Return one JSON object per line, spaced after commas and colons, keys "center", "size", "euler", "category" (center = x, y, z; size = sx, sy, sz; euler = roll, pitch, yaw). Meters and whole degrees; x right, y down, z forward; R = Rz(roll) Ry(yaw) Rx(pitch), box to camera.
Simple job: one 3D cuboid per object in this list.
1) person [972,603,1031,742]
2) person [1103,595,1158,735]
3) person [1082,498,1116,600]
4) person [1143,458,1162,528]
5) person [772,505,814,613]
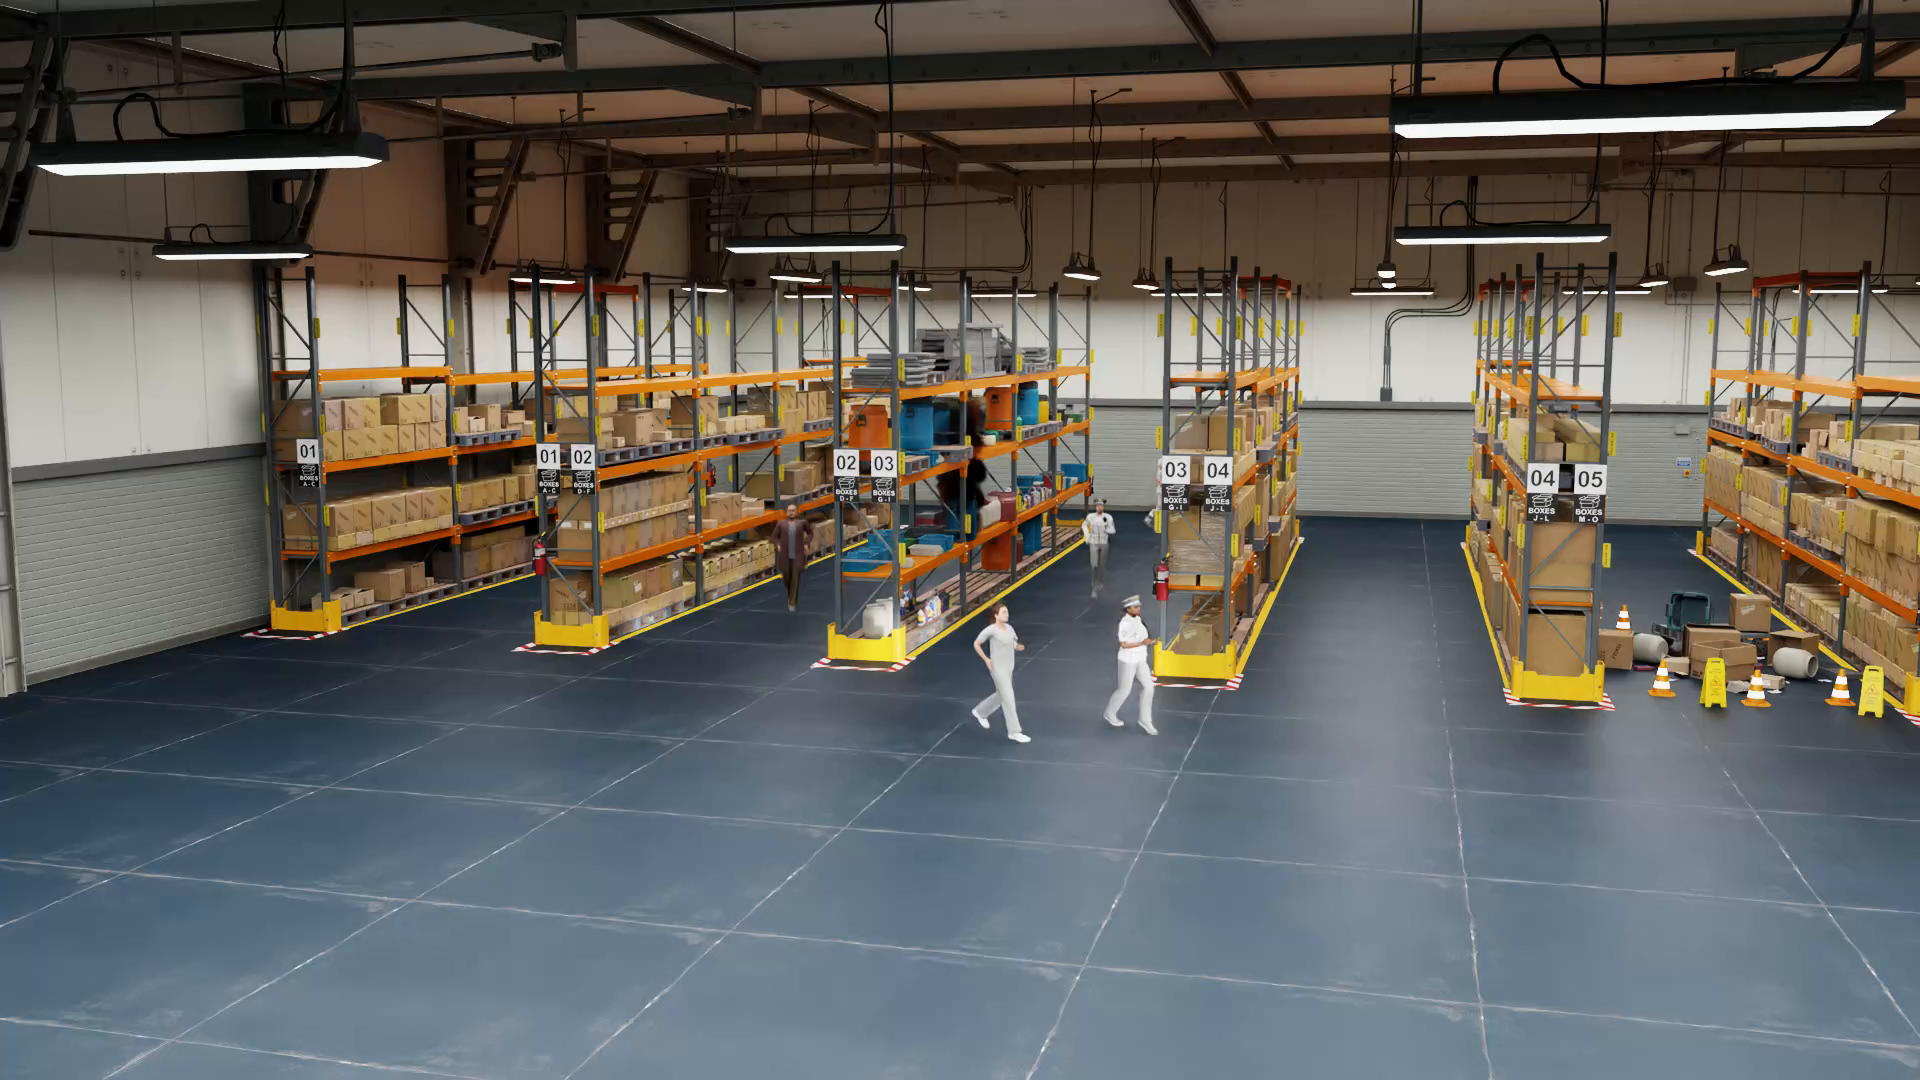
{"center": [0.494, 1.585, 20.299], "size": [0.970, 1.652, 0.565], "euler": [6, 9, 40], "category": "person"}
{"center": [2.129, 1.542, 20.688], "size": [0.742, 1.754, 0.560], "euler": [6, 10, 40], "category": "person"}
{"center": [2.474, 0.135, 29.645], "size": [0.595, 1.796, 0.665], "euler": [1, 7, 4], "category": "person"}
{"center": [5.095, -1.153, 41.338], "size": [1.051, 1.757, 0.675], "euler": [3, 8, 22], "category": "person"}
{"center": [-2.819, 0.289, 28.027], "size": [0.710, 1.780, 0.934], "euler": [0, 7, -2], "category": "person"}
